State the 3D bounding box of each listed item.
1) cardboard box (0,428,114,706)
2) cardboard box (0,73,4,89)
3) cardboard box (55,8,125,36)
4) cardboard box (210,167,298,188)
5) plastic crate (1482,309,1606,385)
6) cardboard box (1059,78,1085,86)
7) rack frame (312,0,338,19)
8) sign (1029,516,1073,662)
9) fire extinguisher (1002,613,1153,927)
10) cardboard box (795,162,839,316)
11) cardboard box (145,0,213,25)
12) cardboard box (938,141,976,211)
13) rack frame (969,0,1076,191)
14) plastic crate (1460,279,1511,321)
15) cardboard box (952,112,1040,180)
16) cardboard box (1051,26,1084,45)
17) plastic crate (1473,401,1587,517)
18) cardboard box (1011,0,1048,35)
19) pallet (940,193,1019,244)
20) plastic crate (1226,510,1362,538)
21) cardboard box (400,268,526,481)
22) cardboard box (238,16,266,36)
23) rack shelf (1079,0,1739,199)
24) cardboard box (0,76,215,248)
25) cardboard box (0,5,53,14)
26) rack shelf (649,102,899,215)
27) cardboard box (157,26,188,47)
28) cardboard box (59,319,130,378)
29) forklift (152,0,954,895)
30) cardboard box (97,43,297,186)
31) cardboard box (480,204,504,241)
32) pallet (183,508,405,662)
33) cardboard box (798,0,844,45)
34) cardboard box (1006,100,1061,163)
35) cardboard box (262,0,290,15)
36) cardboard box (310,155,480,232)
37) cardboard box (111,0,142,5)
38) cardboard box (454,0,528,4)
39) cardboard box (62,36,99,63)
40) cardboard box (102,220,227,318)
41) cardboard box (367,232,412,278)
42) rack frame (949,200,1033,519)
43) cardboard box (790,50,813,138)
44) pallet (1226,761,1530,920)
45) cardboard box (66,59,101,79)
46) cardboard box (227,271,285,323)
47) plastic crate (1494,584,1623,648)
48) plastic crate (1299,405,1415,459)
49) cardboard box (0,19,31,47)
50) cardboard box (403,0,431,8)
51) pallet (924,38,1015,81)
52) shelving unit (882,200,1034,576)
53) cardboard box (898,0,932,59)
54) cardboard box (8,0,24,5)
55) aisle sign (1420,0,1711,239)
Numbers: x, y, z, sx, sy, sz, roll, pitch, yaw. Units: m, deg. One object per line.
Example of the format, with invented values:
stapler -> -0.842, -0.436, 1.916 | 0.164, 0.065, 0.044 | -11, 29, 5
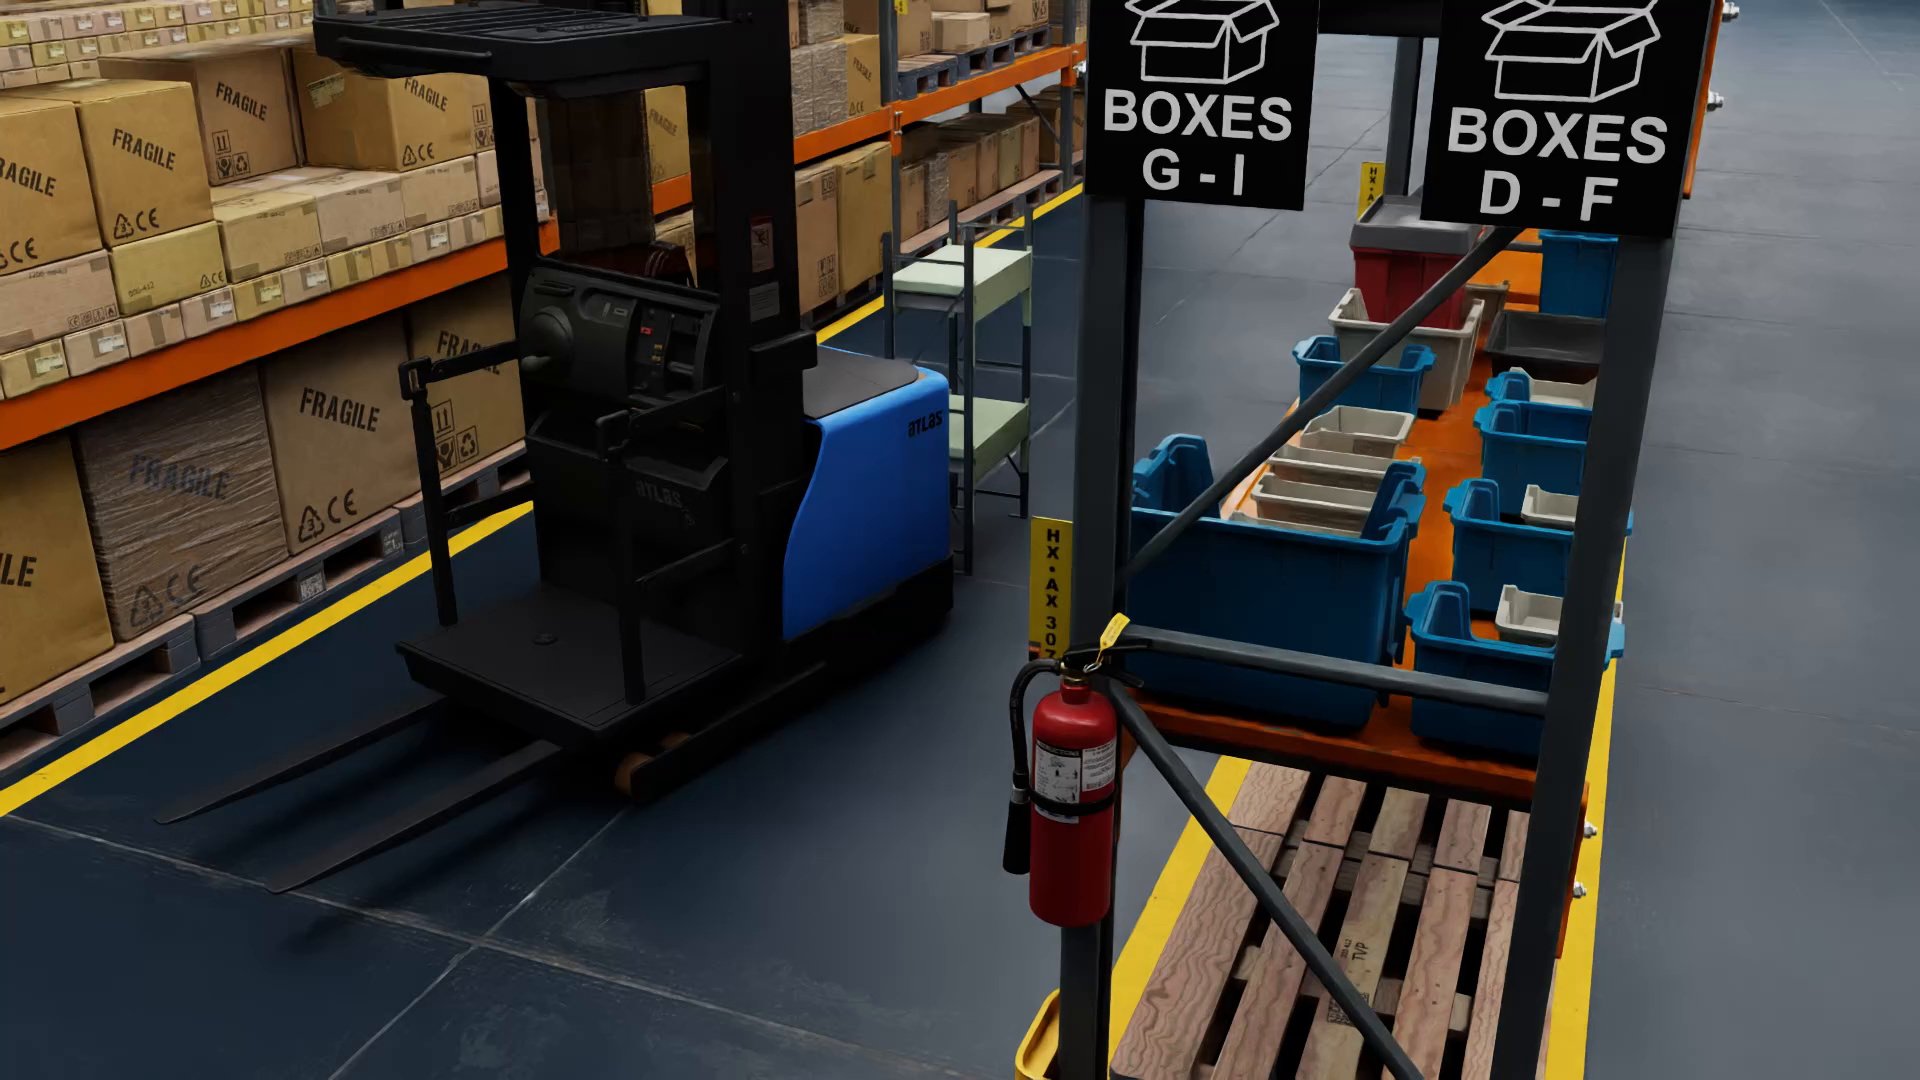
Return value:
cardboard box -> -3.728, 0.095, 5.843 | 0.875, 0.875, 0.875 | 9, 24, 20
cardboard box -> -6.303, -2.882, 10.539 | 0.380, 0.149, 0.250 | 9, 24, 21
cardboard box -> -5.921, -3.519, 11.293 | 0.380, 0.149, 0.250 | 10, 25, 22
cardboard box -> -3.200, -1.457, 7.154 | 0.500, 0.250, 0.500 | 9, 24, 21
plastic crate -> 2.026, -0.635, 5.658 | 0.437, 0.125, 0.590 | 9, 24, 20
cardboard box -> 1.363, -4.556, 17.464 | 0.500, 0.500, 0.500 | 11, 25, 25
rack frame -> -5.488, -4.060, 13.579 | 1.000, 3.000, 0.127 | 9, 24, 20
sign -> 0.190, 0.110, 3.384 | 0.100, 0.325, 0.005 | 9, 24, 20
fire extinguisher -> 0.229, 0.454, 3.354 | 0.296, 0.674, 0.183 | 9, 24, 20
cardboard box -> -1.534, -1.966, 10.776 | 1.225, 0.875, 0.875 | 9, 24, 20
cardboard box -> -5.628, -3.807, 11.981 | 0.380, 0.149, 0.250 | 9, 24, 20
cardboard box -> -0.292, -3.011, 13.738 | 0.700, 0.500, 0.500 | 11, 25, 24
rack frame -> 0.565, -4.746, 15.219 | 1.000, 3.000, 0.127 | 9, 24, 20
plastic crate -> 1.887, -0.934, 6.357 | 0.396, 0.136, 0.243 | 9, 24, 20
cardboard box -> 0.317, -3.578, 15.098 | 0.700, 0.500, 0.500 | 7, 24, 16
cardboard box -> 0.925, -4.663, 15.349 | 0.380, 0.149, 0.250 | 9, 24, 20
plastic crate -> 1.593, -0.205, 4.488 | 0.416, 0.233, 0.300 | 9, 24, 20
cardboard box -> 0.140, -4.952, 14.390 | 1.000, 1.000, 1.000 | 9, 24, 20
pallet -> -0.174, -2.742, 14.040 | 1.003, 0.211, 1.213 | 9, 24, 20
plastic crate -> 0.841, 0.034, 4.041 | 0.396, 0.136, 0.243 | 9, 24, 20
cardboard box -> -2.726, -0.871, 8.156 | 0.875, 0.875, 0.875 | 9, 24, 20
cardboard box -> -5.442, -3.843, 12.454 | 0.380, 0.149, 0.250 | 9, 24, 21
rack shelf -> 1.450, -1.510, 4.515 | 1.077, 0.370, 4.000 | 9, 24, 20
cardboard box -> -3.090, -1.364, 5.959 | 0.500, 0.500, 0.500 | 8, 24, 19
cardboard box -> -6.521, -3.619, 11.532 | 0.380, 0.149, 0.250 | 8, 24, 18
rack shelf -> -1.663, -2.266, 10.218 | 1.077, 0.370, 4.000 | 9, 24, 20
cardboard box -> -5.726, -3.572, 11.804 | 0.380, 0.149, 0.250 | 9, 24, 21
cardboard box -> -3.169, -0.692, 5.842 | 0.380, 0.149, 0.250 | 8, 24, 19
forklift -> -1.314, -0.679, 5.573 | 1.130, 2.935, 3.031 | 16, 28, 34
cardboard box -> -3.200, -1.800, 7.003 | 0.500, 0.500, 0.500 | 8, 24, 18
cardboard box -> -2.311, -1.518, 7.819 | 0.380, 0.149, 0.250 | 9, 24, 21
pallet -> -3.213, 0.103, 7.230 | 1.003, 0.211, 1.213 | 9, 24, 20
cardboard box -> -1.207, -3.564, 10.959 | 0.797, 0.503, 0.637 | 10, 25, 22
cardboard box -> 0.751, -3.923, 15.949 | 0.500, 0.500, 0.500 | 8, 24, 18
cardboard box -> -5.340, -4.082, 12.640 | 0.380, 0.149, 0.250 | 8, 24, 19
cardboard box -> -2.516, -1.570, 7.425 | 0.500, 0.250, 0.500 | 10, 24, 22
cardboard box -> -6.230, -3.900, 12.203 | 0.380, 0.149, 0.250 | 10, 25, 23
cardboard box -> -2.177, -2.621, 8.703 | 0.797, 0.503, 0.637 | 8, 24, 19
cardboard box -> -6.016, -3.295, 11.141 | 0.380, 0.149, 0.250 | 10, 25, 22
cardboard box -> -3.086, -1.019, 6.106 | 0.500, 0.250, 0.500 | 8, 24, 18
cardboard box -> -2.597, -1.242, 7.159 | 0.380, 0.149, 0.250 | 9, 24, 21
rack frame -> 0.138, -0.825, 7.780 | 0.400, 1.500, 0.023 | 9, 24, 20
cardboard box -> -1.254, -2.784, 10.394 | 0.500, 0.500, 0.500 | 8, 24, 18
pallet -> 1.504, 0.820, 5.513 | 1.003, 0.211, 1.213 | 9, 24, 20
cardboard box -> -6.018, -3.152, 11.185 | 0.380, 0.149, 0.250 | 8, 24, 18
cardboard box -> -2.884, -0.966, 6.496 | 0.380, 0.149, 0.250 | 8, 24, 19
plastic crate -> 1.300, 0.208, 3.625 | 0.250, 0.136, 0.298 | 9, 24, 20
plastic crate -> 1.136, -0.279, 4.791 | 0.298, 0.136, 0.250 | 9, 24, 20
cardboard box -> -6.205, -3.248, 10.644 | 0.380, 0.149, 0.250 | 9, 24, 21
cardboard box -> -4.884, -4.411, 14.288 | 0.500, 0.500, 0.500 | 9, 24, 20
pallet -> -0.223, -3.940, 13.539 | 1.003, 0.211, 1.213 | 9, 24, 20
shelving unit -> 0.002, -0.694, 7.467 | 0.431, 1.500, 0.755 | 9, 24, 20
cardboard box -> -0.642, -3.967, 12.681 | 0.700, 0.500, 0.500 | 13, 26, 28
cardboard box -> -9.409, -5.281, 16.282 | 0.380, 0.149, 0.250 | 10, 25, 23
aisle sign -> 0.956, -0.873, 2.576 | 0.394, 0.787, 0.004 | 9, 24, 20
